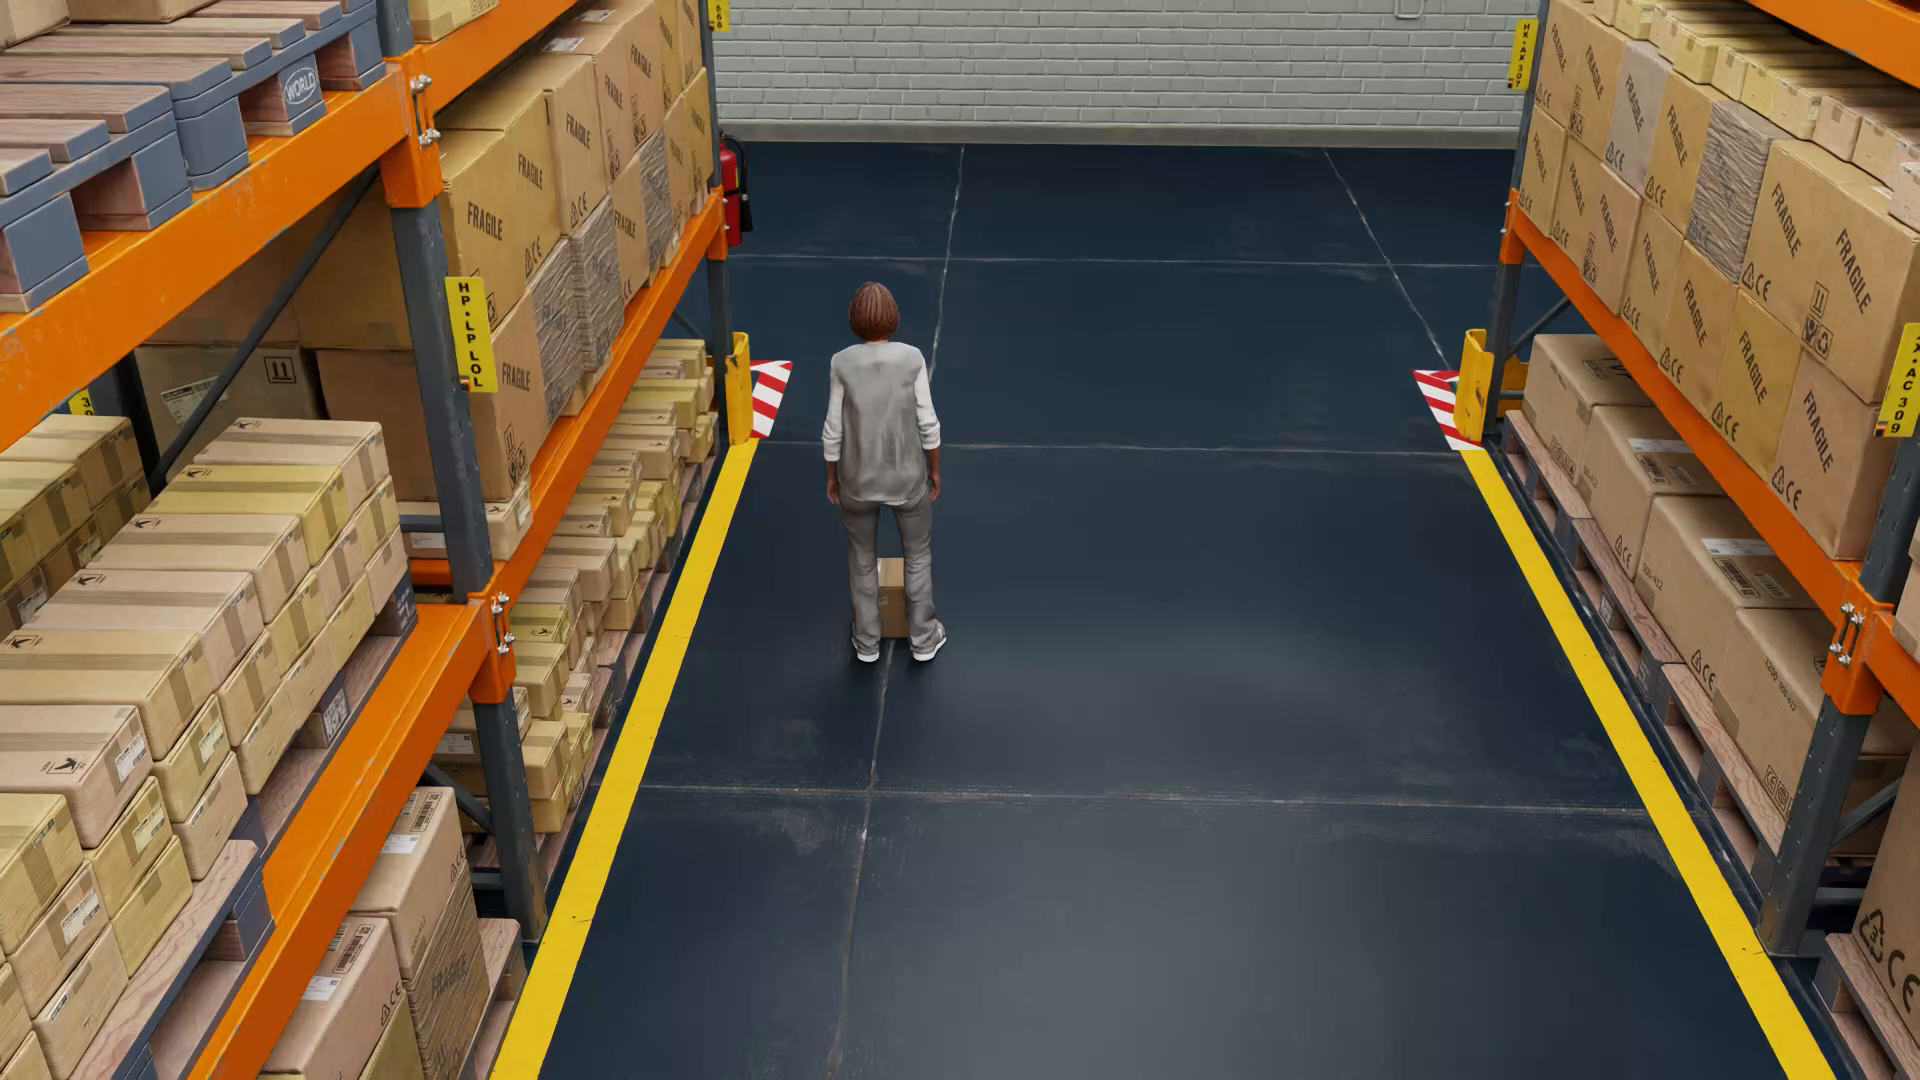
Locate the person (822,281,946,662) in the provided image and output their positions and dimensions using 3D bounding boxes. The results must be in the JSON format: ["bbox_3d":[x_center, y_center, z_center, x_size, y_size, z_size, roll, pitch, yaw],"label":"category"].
[{"bbox_3d":[-0.296,-0.227,6.567,0.481,1.580,0.346,-1,28,-2],"label":"person"}]
